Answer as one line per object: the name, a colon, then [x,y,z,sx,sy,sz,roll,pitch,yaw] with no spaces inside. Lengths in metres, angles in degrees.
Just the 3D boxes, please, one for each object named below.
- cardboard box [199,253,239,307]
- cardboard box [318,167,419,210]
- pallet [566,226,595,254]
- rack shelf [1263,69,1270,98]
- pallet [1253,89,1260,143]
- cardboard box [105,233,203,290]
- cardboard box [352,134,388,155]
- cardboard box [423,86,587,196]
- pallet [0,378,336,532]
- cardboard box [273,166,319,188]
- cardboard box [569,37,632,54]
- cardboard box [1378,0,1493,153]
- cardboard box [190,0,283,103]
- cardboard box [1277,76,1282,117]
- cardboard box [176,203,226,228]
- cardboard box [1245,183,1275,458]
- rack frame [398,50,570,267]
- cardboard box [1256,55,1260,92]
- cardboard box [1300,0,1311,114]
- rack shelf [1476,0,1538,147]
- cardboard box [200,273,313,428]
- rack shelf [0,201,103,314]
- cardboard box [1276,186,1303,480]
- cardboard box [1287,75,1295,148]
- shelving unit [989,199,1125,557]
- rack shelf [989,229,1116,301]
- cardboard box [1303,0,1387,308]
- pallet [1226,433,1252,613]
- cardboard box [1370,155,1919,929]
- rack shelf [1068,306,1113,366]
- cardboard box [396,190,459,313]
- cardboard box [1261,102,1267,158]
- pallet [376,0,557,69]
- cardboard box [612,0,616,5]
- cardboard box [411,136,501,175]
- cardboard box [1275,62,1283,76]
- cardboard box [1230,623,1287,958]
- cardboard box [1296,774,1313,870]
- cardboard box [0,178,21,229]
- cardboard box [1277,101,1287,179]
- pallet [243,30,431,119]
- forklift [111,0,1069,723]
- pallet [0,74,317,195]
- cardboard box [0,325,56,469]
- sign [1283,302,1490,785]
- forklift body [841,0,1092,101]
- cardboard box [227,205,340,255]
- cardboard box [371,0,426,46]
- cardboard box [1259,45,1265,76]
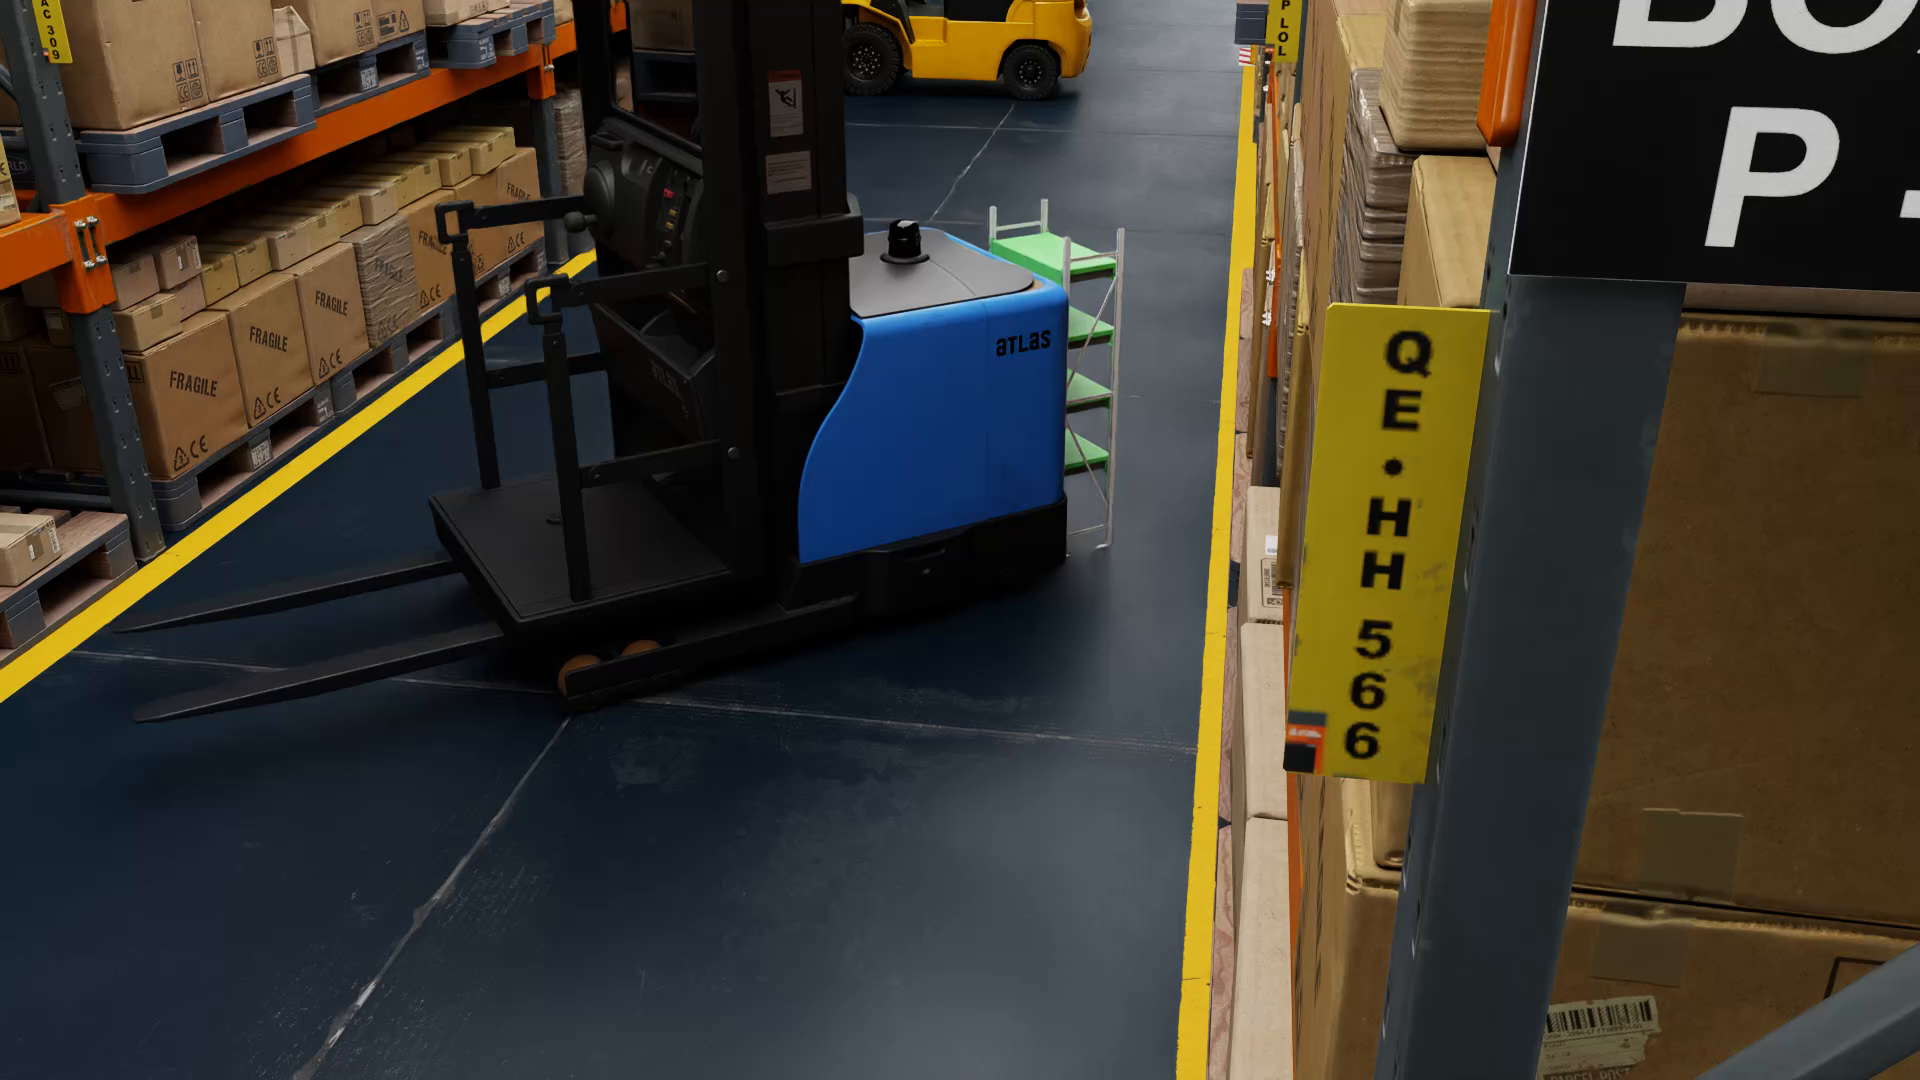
cardboard box: [-3.124,-1.042,6.625,0.380,0.149,0.250,3,25,6]
cardboard box: [-2.850,-1.695,8.020,0.380,0.149,0.250,4,25,8]
pallet: [-2.618,-2.081,10.446,1.003,0.211,1.213,4,25,9]
rack shelf: [2.434,-3.170,10.333,1.077,0.370,4.000,4,25,9]
pallet: [2.835,-3.353,13.164,1.003,0.211,1.213,4,25,9]
cardboard box: [-3.128,-1.059,6.312,0.380,0.149,0.250,3,25,6]
cardboard box: [-3.253,-2.048,8.775,0.380,0.149,0.250,5,26,10]
cardboard box: [-2.675,-2.377,10.095,0.875,0.625,0.625,5,26,10]
pallet: [-3.349,-0.409,6.875,1.003,0.211,1.213,4,25,9]
cardboard box: [-3.346,-1.719,8.071,0.380,0.149,0.250,3,25,7]
cardboard box: [-2.346,-3.247,11.953,0.875,0.625,0.625,4,25,8]
cardboard box: [0.637,-0.491,1.699,0.380,0.149,0.250,4,25,8]
cardboard box: [-3.060,-1.968,6.303,0.700,0.500,0.500,4,25,9]
cardboard box: [1.621,-1.969,7.096,0.500,0.250,0.500,5,26,10]
cardboard box: [-3.499,-1.399,7.389,0.380,0.149,0.250,4,25,9]
cardboard box: [1.615,-0.858,6.555,0.875,0.875,0.875,5,26,10]
rack frame: [-2.791,-3.002,9.125,1.000,3.000,0.127,4,25,9]
cardboard box: [2.669,-3.767,13.507,0.500,0.250,0.500,3,25,7]
cardboard box: [1.136,-1.302,4.197,0.500,0.500,0.500,4,25,9]
rack shelf: [1.126,-1.183,2.549,1.077,0.370,4.000,4,25,9]
cardboard box: [-3.066,-0.797,6.868,0.500,0.500,0.500,4,25,8]
rack shelf: [-3.771,-0.167,3.916,1.077,0.370,4.000,4,25,9]
cardboard box: [0.944,-0.436,3.525,0.500,0.500,0.500,4,25,9]
cardboard box: [1.285,-1.346,5.175,0.500,0.250,0.500,4,25,8]
shelving unit: [0.335,-0.589,6.092,0.258,1.200,0.503,-14,28,-27]
rack shelf: [0.336,-0.966,5.916,0.258,0.148,0.480,-14,28,-27]
cardboard box: [0.868,-0.667,2.840,0.500,0.500,0.500,4,25,8]
pallet: [1.505,-0.052,6.111,1.003,0.211,1.213,4,25,9]
cardboard box: [0.643,-0.030,1.478,0.500,0.500,0.500,5,26,10]
rack shelf: [0.335,-0.748,6.018,0.258,0.148,0.480,-14,28,-27]
cardboard box: [-2.823,-1.441,8.243,0.500,0.500,0.500,5,26,11]
cardboard box: [2.563,-2.812,11.324,0.950,0.372,0.625,6,26,12]
pallet: [-2.832,-2.627,8.550,1.213,0.211,1.003,4,25,9]
cardboard box: [-2.390,-3.313,9.966,0.500,0.250,0.500,3,25,7]
cardboard box: [-2.636,-2.013,8.701,0.380,0.149,0.250,3,25,6]
cardboard box: [1.505,-1.988,6.547,0.500,0.250,0.500,4,25,9]
cardboard box: [1.099,0.613,3.929,0.875,0.438,0.875,3,25,7]
cardboard box: [0.714,0.212,2.141,0.500,0.500,0.500,3,25,7]
cardboard box: [-3.248,-1.064,5.282,0.380,0.149,0.250,4,25,9]
cardboard box: [1.362,-1.337,5.744,0.500,0.250,0.500,4,25,8]
pallet: [-3.104,-2.101,7.427,1.003,0.211,1.213,4,25,9]
forklift: [-1.158,-1.060,5.057,3.031,2.935,1.130,-14,28,-27]
pallet: [-3.206,-1.569,6.289,1.003,0.211,1.213,4,25,9]
cardboard box: [-3.656,-0.613,6.474,0.500,0.500,0.500,4,25,8]
sign: [0.266,0.011,1.043,0.100,0.325,0.005,4,25,9]
forklift body: [0.006,-5.044,14.489,2.313,2.155,1.214,4,25,9]
cardboard box: [-2.972,-1.363,7.311,0.380,0.149,0.250,5,26,10]
cardboard box: [-2.875,-2.543,7.528,0.797,0.503,0.637,3,25,7]
cardboard box: [2.592,-3.883,12.871,0.500,0.500,0.500,4,25,8]
